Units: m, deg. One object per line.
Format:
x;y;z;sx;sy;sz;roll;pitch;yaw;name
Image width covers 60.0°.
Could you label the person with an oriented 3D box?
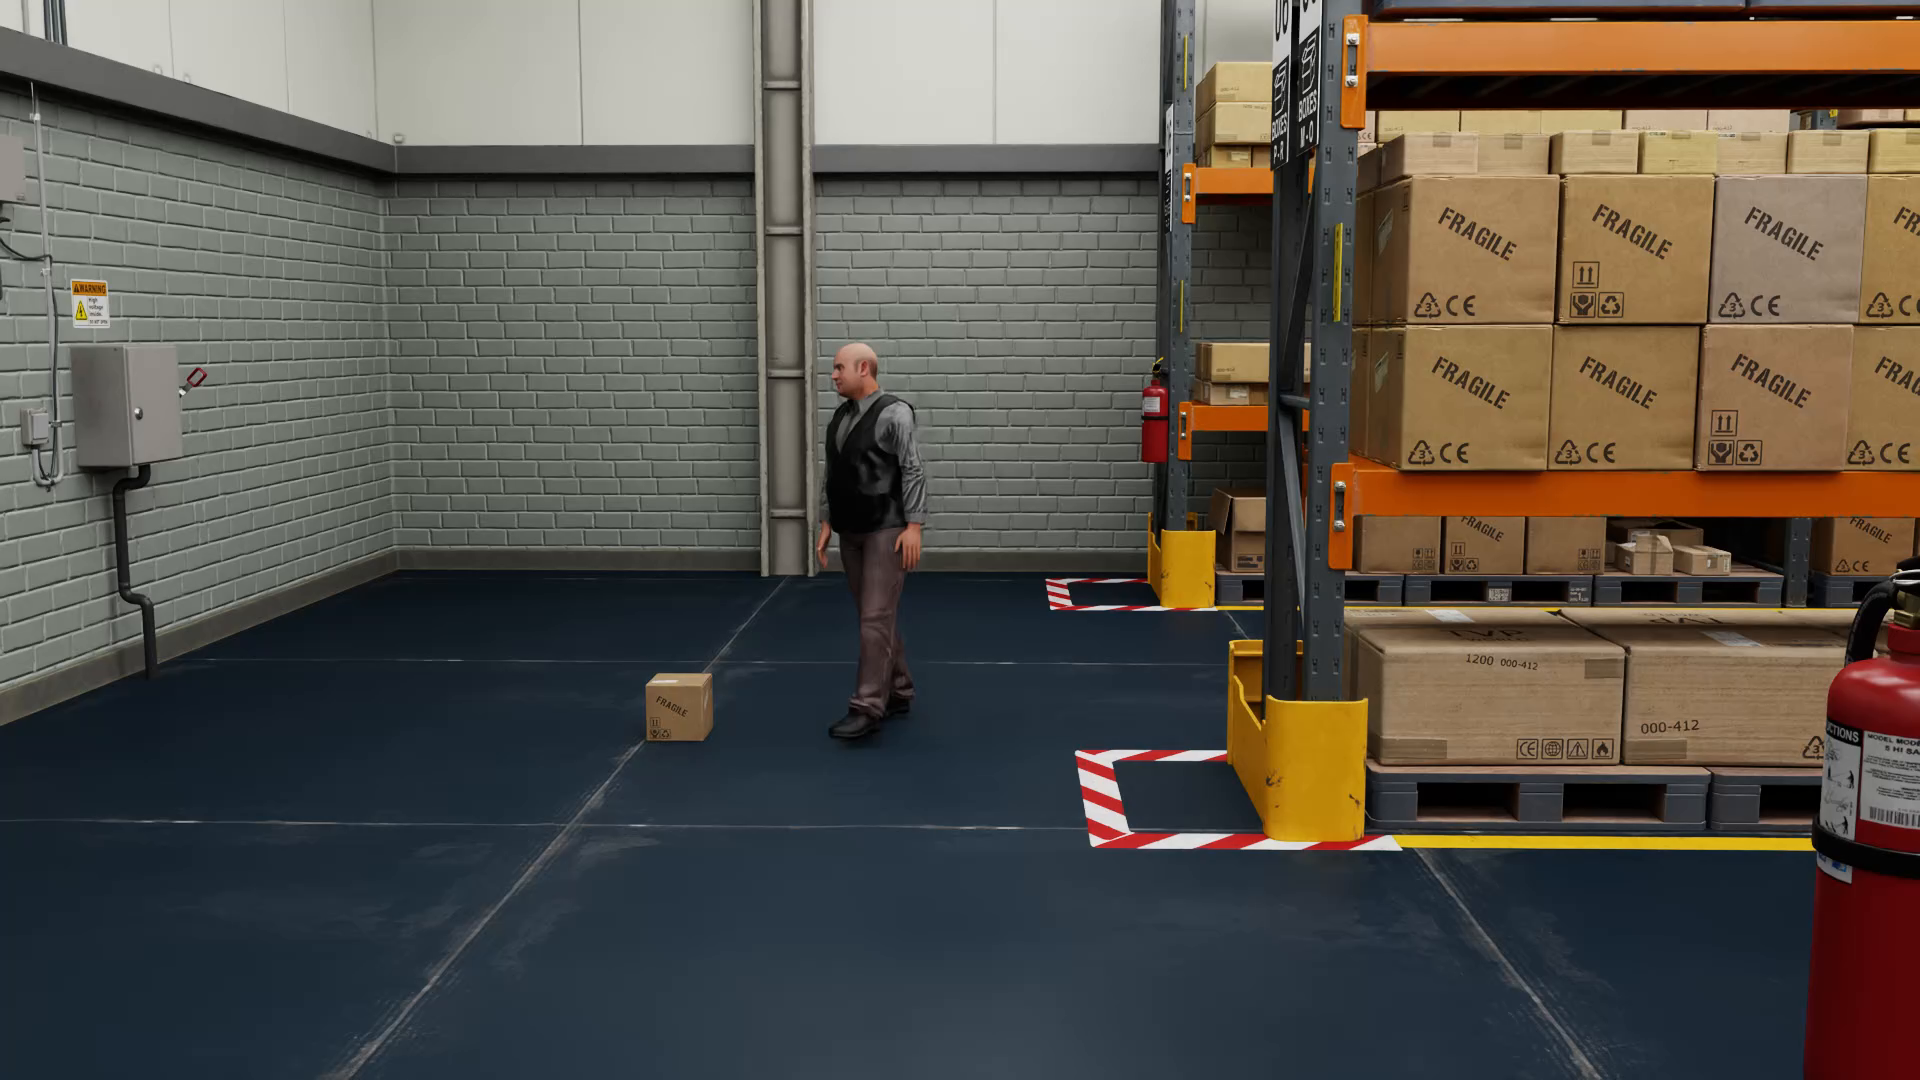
-0.445;-0.017;7.390;0.715;1.706;0.584;-6;10;-42;person
